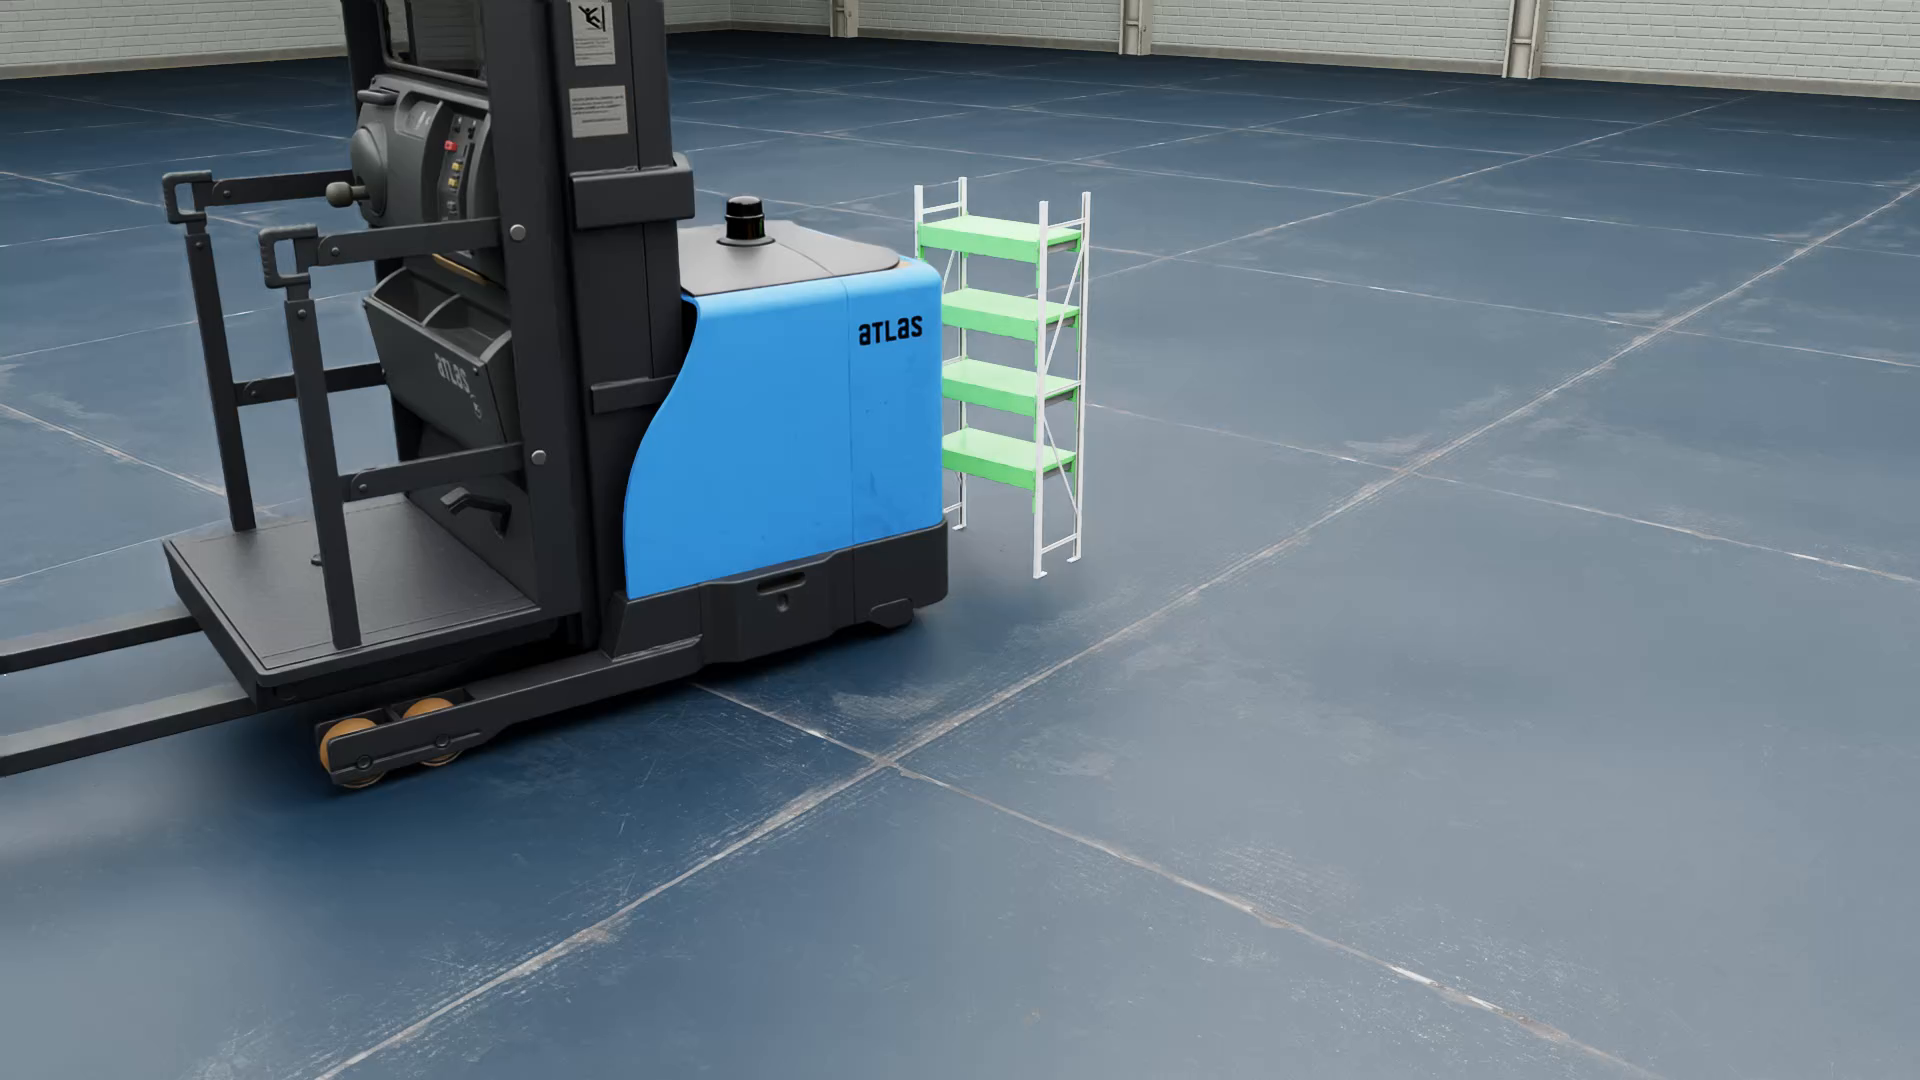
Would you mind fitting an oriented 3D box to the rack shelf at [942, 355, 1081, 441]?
[{"bbox_3d":[0.128,-0.465,5.381,0.480,0.148,0.258,16,26,36],"label":"rack shelf"}]

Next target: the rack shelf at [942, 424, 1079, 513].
[{"bbox_3d":[0.128,-0.240,5.466,0.480,0.148,0.258,16,26,36],"label":"rack shelf"}]

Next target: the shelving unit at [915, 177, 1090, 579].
[{"bbox_3d":[0.128,-0.524,5.359,0.503,1.200,0.258,16,26,36],"label":"shelving unit"}]

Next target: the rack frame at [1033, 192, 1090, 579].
[{"bbox_3d":[0.317,-0.470,5.214,0.015,1.200,0.240,16,26,36],"label":"rack frame"}]

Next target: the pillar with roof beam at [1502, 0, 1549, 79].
[{"bbox_3d":[4.578,-9.057,16.931,0.400,9.000,9.100,16,26,36],"label":"pillar with roof beam"}]

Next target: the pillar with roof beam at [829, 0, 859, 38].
[{"bbox_3d":[-4.719,-11.734,24.031,0.400,9.000,9.100,16,26,36],"label":"pillar with roof beam"}]

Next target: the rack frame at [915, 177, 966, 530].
[{"bbox_3d":[-0.061,-0.579,5.503,0.015,1.200,0.240,16,26,36],"label":"rack frame"}]

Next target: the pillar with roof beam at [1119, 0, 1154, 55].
[{"bbox_3d":[-0.070,-10.395,20.481,0.400,9.000,9.100,16,26,36],"label":"pillar with roof beam"}]

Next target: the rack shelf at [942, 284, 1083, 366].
[{"bbox_3d":[0.128,-0.689,5.296,0.480,0.148,0.258,16,26,36],"label":"rack shelf"}]

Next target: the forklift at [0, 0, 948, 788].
[{"bbox_3d":[-1.534,-0.977,4.106,3.031,2.935,1.130,-14,25,-33],"label":"forklift"}]

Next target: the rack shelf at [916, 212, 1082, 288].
[{"bbox_3d":[0.128,-0.914,5.212,0.480,0.148,0.258,16,26,36],"label":"rack shelf"}]
